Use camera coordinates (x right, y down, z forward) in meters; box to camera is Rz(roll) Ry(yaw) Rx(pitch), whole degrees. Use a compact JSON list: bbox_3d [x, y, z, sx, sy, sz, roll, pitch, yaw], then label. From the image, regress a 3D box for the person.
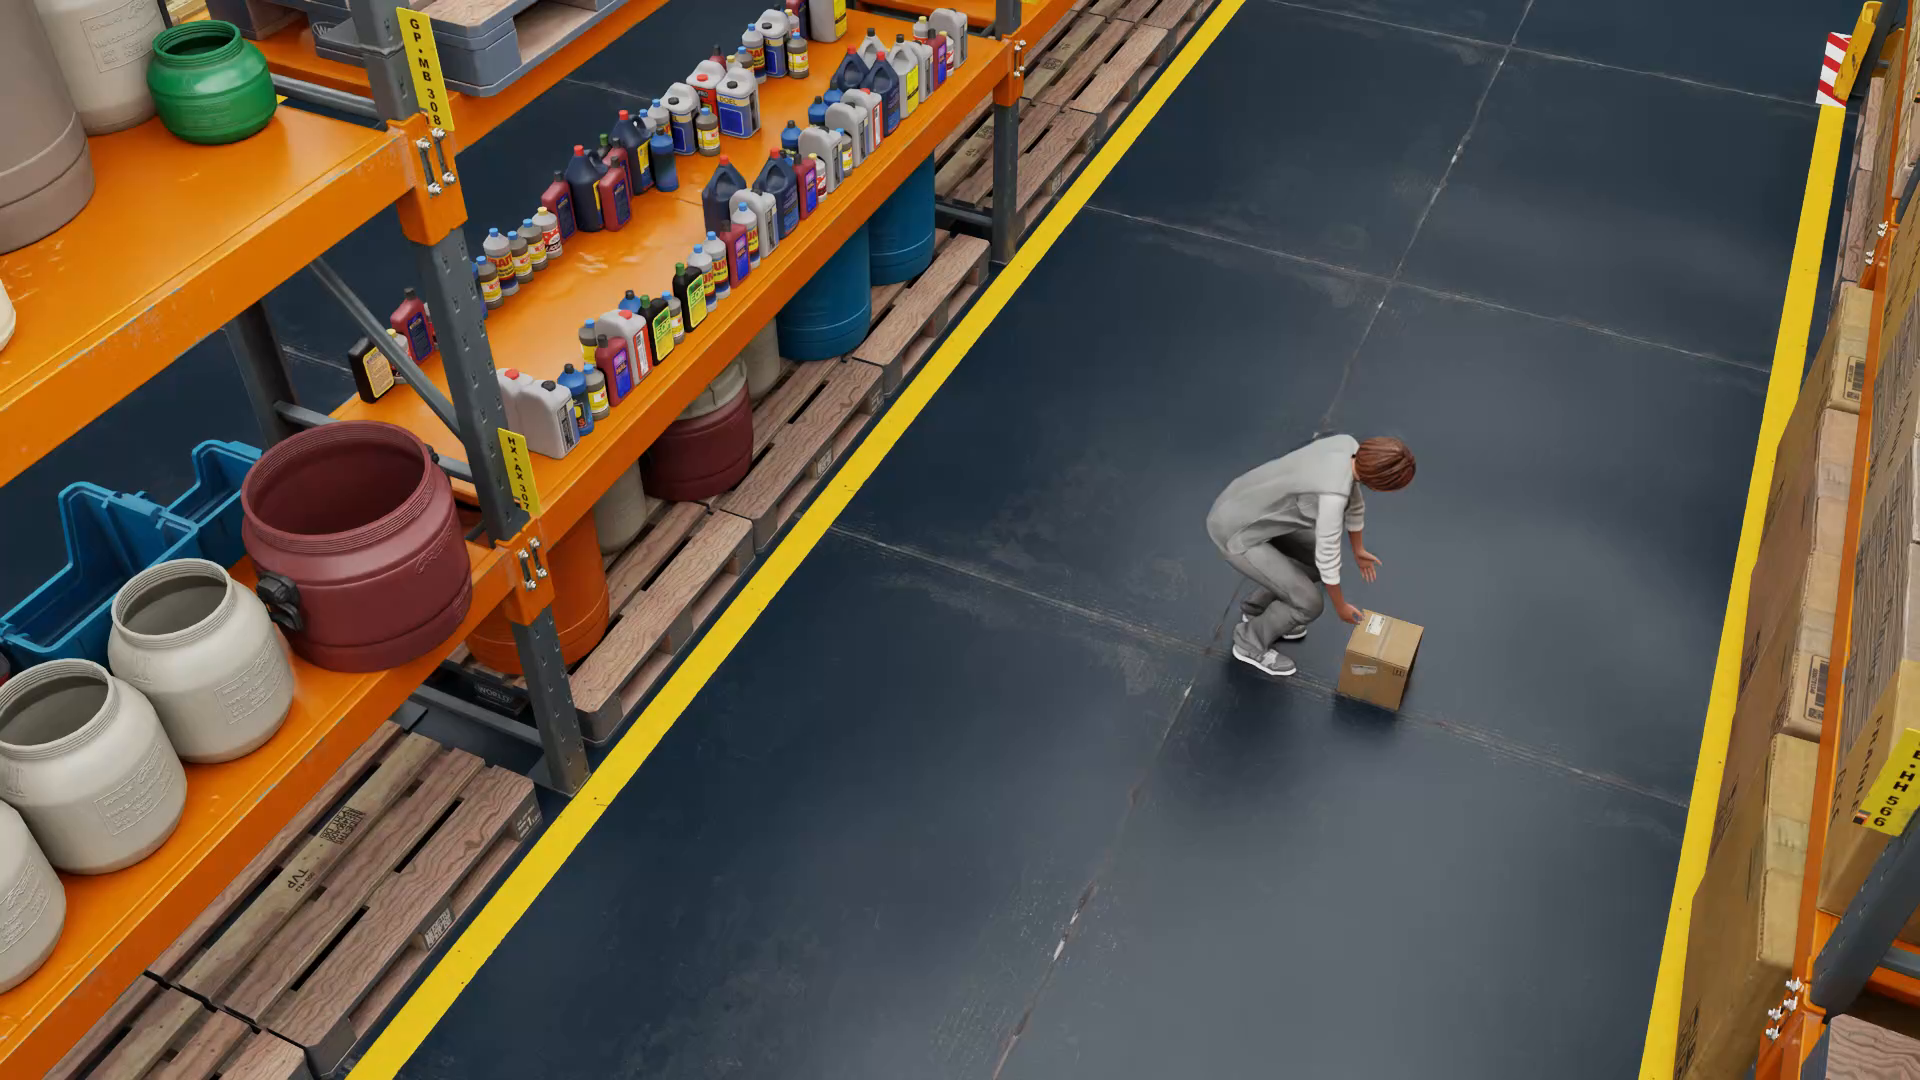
[{"bbox_3d":[1.329,0.042,6.527,0.725,1.054,0.461,18,45,18],"label":"person"}]
